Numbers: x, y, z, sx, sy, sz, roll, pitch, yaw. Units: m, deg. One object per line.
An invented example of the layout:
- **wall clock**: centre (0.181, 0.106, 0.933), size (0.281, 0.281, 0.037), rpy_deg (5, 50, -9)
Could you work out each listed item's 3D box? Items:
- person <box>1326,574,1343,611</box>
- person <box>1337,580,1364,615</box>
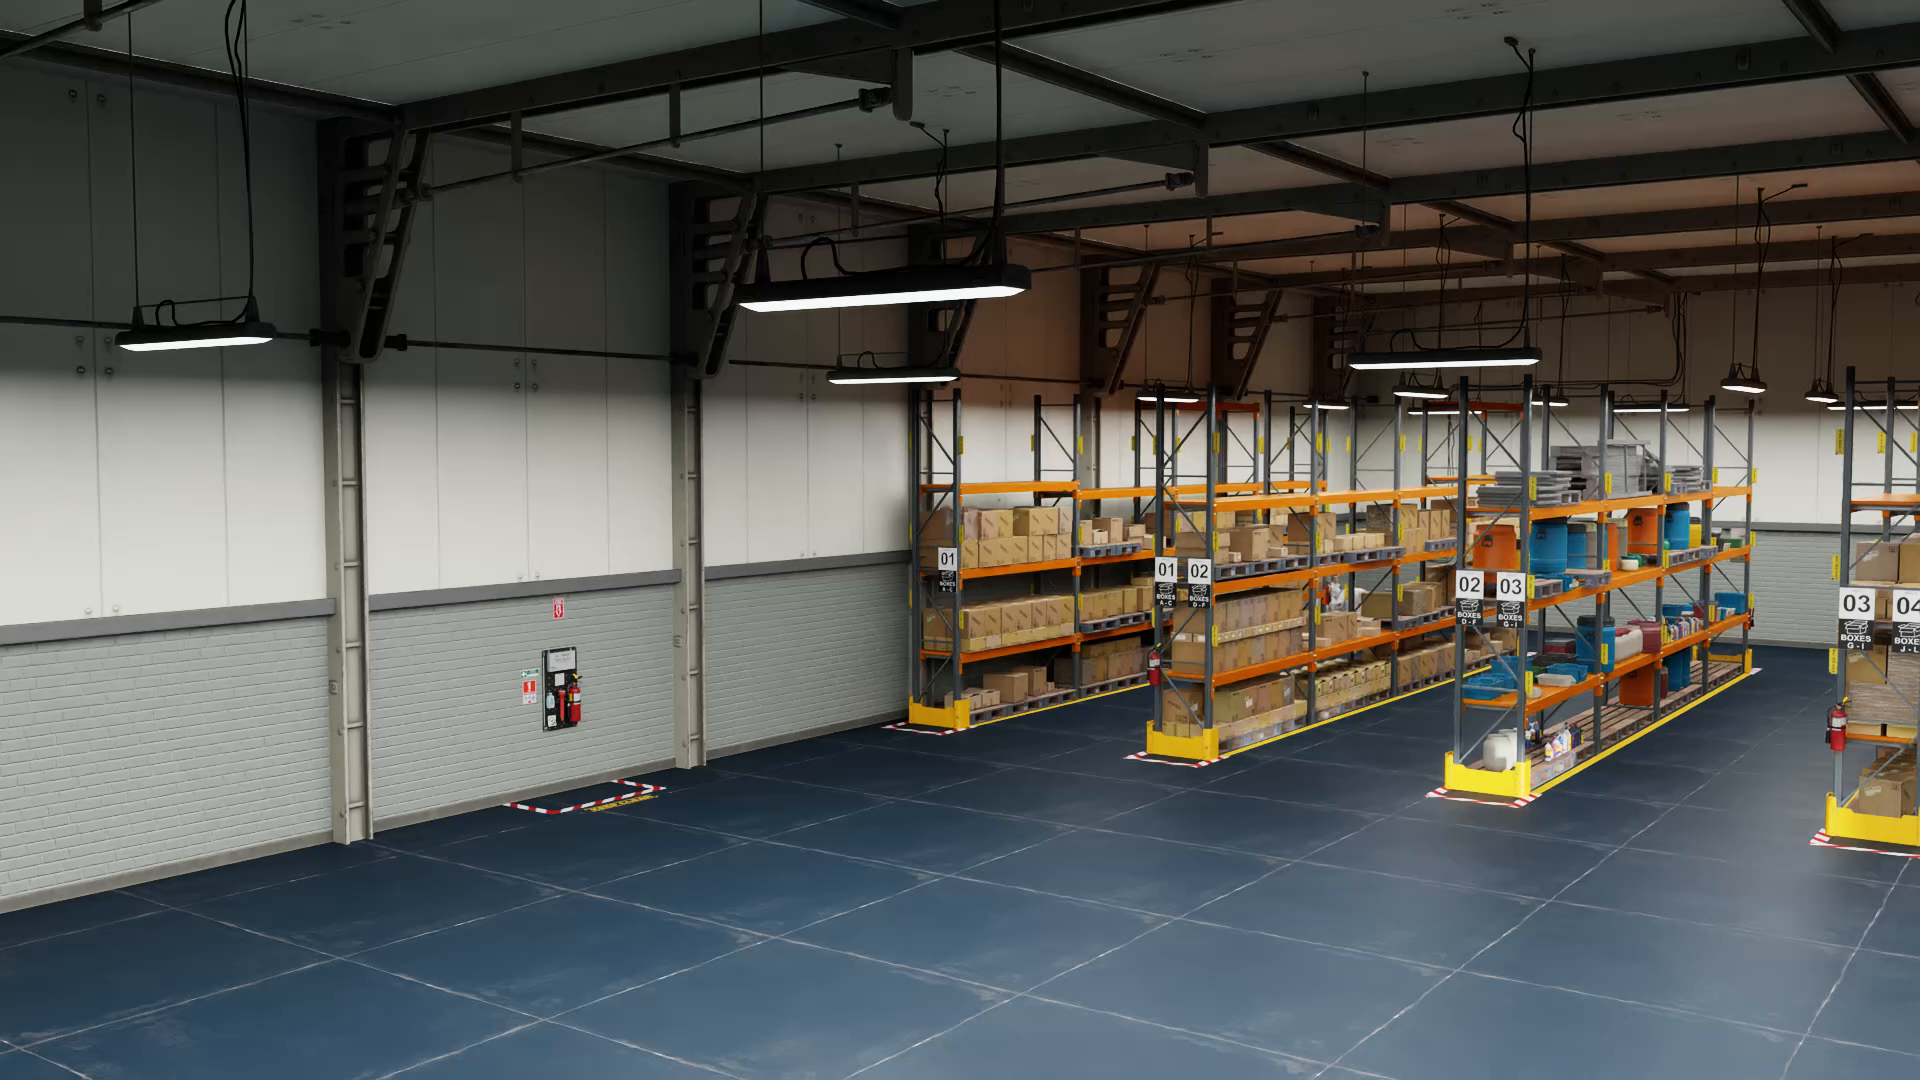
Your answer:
- **person**: centre (9.709, 1.683, 43.461), size (0.536, 1.651, 0.515), rpy_deg (3, 4, 38)
- **person**: centre (9.466, 1.834, 40.118), size (0.659, 1.812, 1.113), rpy_deg (2, 4, 37)
